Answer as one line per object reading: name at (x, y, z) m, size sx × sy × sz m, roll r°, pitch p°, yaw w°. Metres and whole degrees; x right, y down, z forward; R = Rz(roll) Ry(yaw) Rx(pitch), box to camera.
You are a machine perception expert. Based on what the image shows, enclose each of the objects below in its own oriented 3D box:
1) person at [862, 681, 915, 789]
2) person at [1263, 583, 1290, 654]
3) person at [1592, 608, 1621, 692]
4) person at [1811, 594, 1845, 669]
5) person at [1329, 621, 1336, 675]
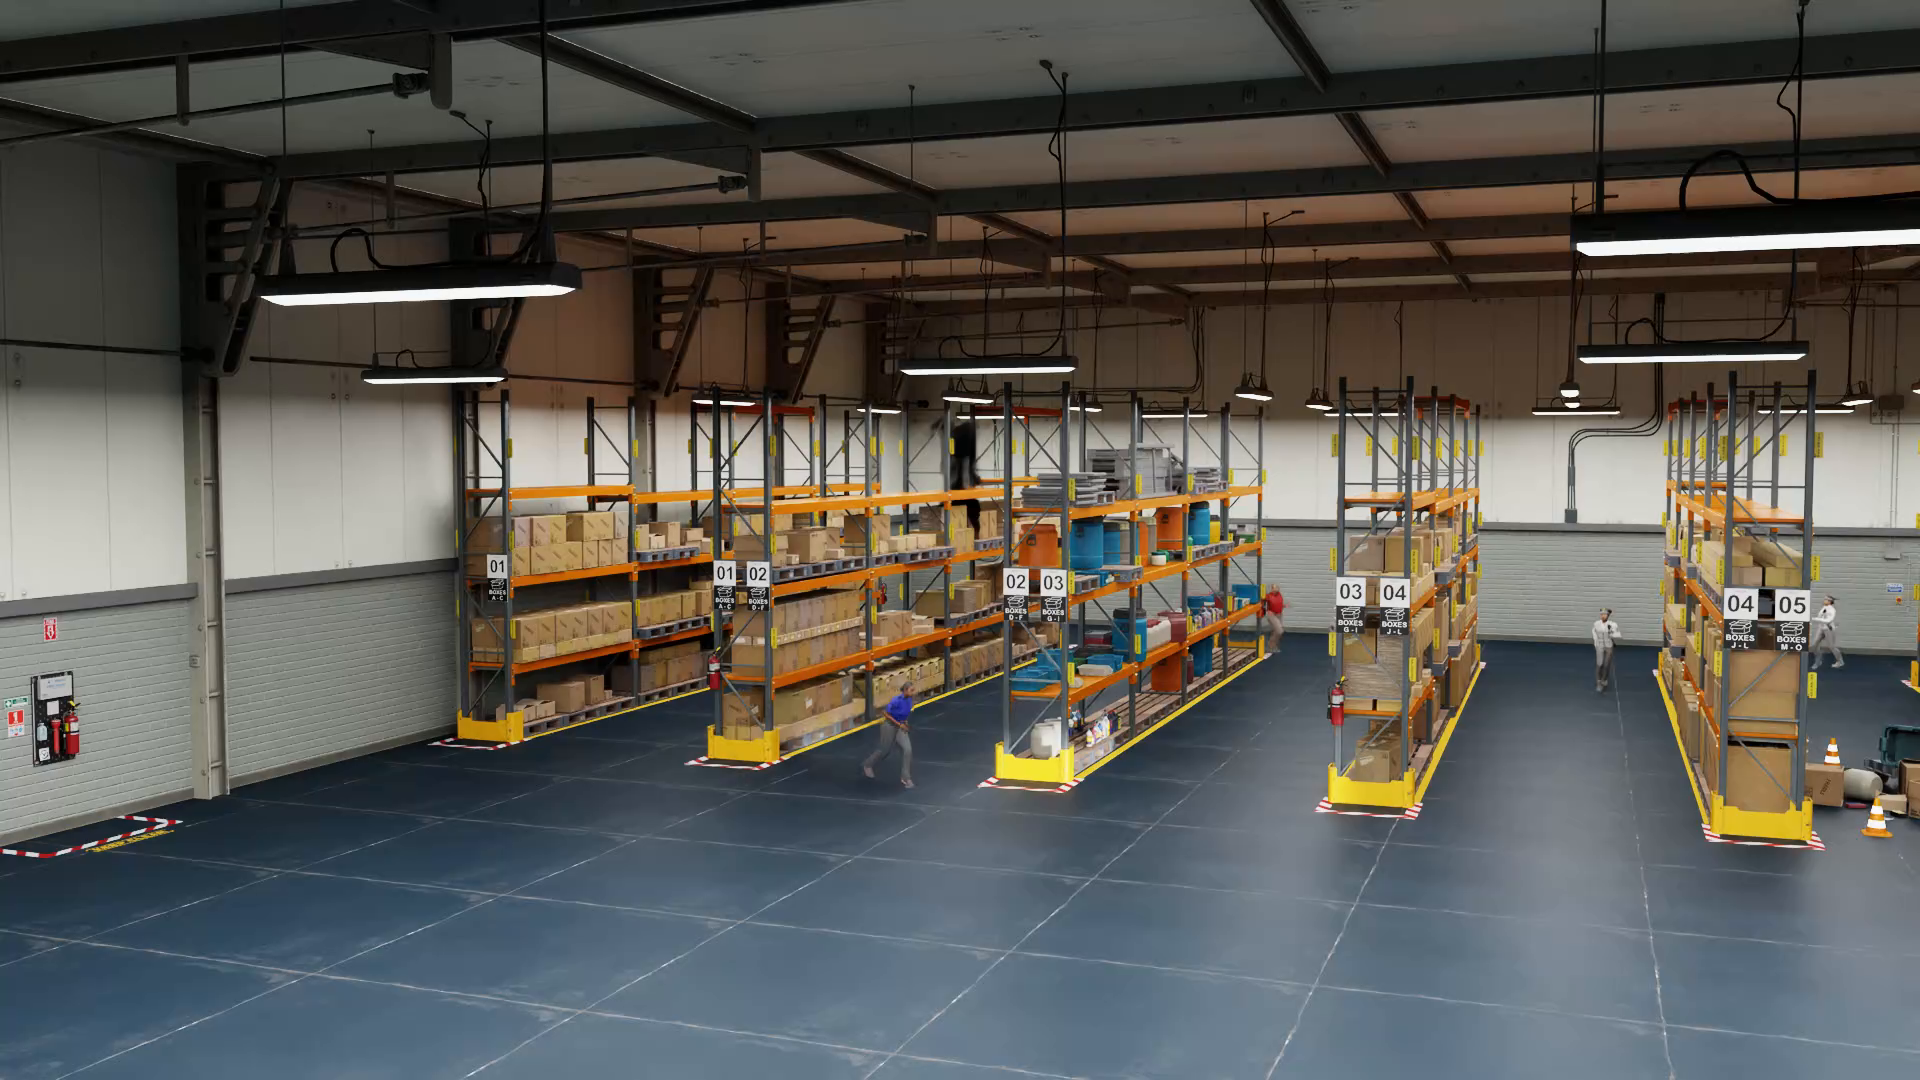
person at (-1.045, 2.872, 24.776) m, size 0.976 × 1.616 × 0.611 m, roll 2°, pitch 4°, yaw 32°
person at (7.688, 1.936, 40.562) m, size 0.658 × 1.765 × 0.724 m, roll -3°, pitch 4°, yaw -42°
person at (13.393, 2.275, 34.467) m, size 0.581 × 1.754 × 0.743 m, roll 2°, pitch 3°, yaw 26°
person at (19.626, 2.088, 37.629) m, size 0.747 × 1.754 × 0.578 m, roll 0°, pitch 3°, yaw -1°
person at (7.838, 2.258, 33.976) m, size 0.646 × 1.724 × 0.913 m, roll 1°, pitch 3°, yaw 23°
